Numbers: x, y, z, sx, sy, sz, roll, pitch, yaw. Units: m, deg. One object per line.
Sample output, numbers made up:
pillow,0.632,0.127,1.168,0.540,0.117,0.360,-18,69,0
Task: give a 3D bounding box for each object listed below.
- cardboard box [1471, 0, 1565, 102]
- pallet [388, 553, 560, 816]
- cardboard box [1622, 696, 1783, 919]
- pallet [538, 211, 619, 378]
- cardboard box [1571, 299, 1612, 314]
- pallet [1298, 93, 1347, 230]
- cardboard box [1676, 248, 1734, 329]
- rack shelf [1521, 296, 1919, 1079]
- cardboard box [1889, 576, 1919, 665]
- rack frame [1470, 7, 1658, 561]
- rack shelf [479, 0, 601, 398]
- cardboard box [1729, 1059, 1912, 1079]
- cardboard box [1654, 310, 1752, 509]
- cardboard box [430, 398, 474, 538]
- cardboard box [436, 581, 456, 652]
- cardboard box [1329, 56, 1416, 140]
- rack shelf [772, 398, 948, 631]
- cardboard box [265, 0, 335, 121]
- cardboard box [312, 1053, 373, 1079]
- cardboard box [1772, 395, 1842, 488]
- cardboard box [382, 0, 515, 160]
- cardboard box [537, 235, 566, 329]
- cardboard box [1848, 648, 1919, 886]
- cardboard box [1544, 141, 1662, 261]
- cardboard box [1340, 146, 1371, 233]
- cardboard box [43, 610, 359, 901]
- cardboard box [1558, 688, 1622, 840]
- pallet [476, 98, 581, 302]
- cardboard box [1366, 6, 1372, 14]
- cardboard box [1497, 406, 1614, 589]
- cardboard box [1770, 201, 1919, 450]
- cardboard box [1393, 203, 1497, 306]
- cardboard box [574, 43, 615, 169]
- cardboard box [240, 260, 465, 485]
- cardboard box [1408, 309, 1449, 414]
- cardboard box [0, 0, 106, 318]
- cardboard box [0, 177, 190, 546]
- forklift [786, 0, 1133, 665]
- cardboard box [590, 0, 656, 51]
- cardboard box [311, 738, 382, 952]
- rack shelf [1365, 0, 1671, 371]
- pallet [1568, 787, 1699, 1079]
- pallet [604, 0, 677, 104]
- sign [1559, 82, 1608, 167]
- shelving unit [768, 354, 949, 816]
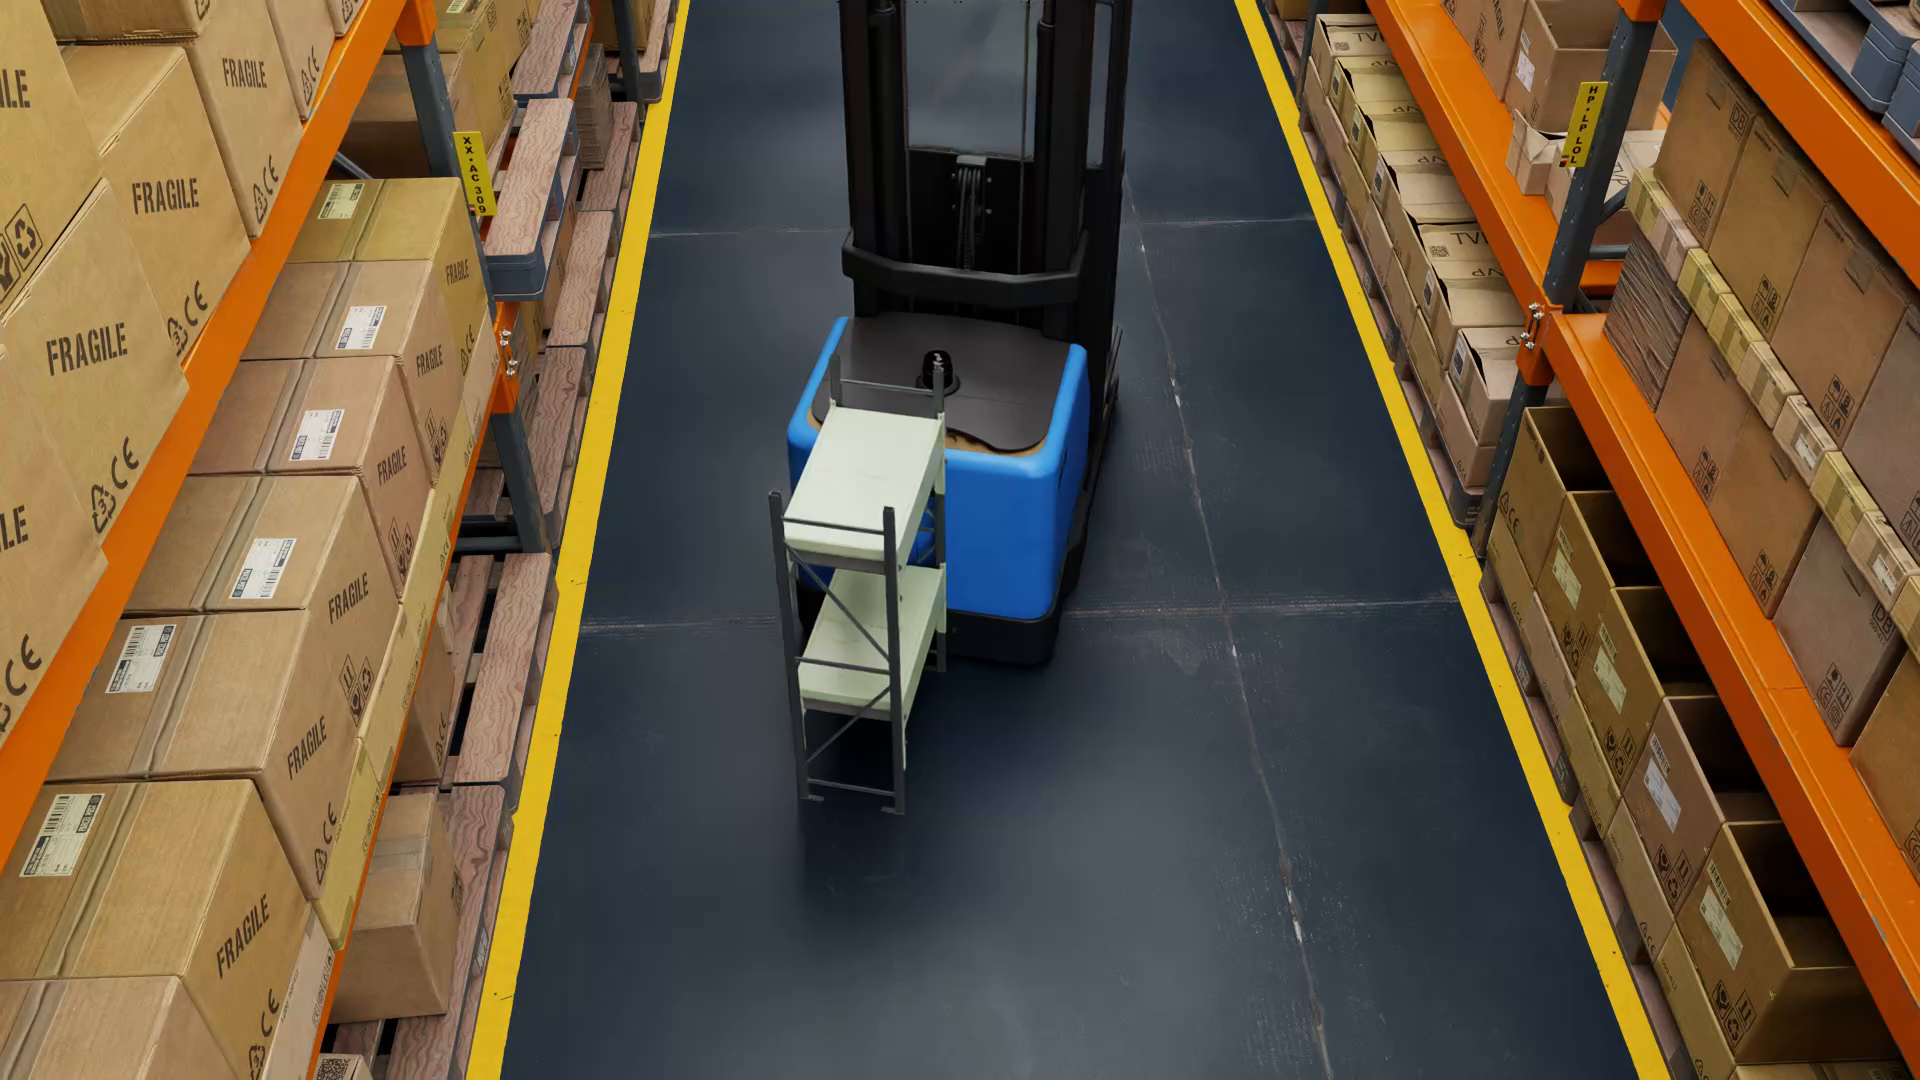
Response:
cardboard box,2.663,-2.323,7.491,0.500,0.500,0.500,-2,43,-2
pallet,-2.163,0.551,6.492,1.003,0.211,1.213,-2,43,-2
cardboard box,2.495,0.843,5.279,0.500,0.500,0.500,-2,43,-2
pallet,-2.316,-1.252,8.460,1.003,0.211,1.213,-2,43,-2
cardboard box,2.938,-1.046,7.480,0.500,0.311,0.500,-2,43,-2
pallet,2.549,-2.189,9.482,1.003,0.211,1.213,-2,43,-2
cardboard box,2.564,-0.819,5.370,0.380,0.149,0.250,-3,43,-3
rack shelf,2.807,0.542,4.972,1.077,0.370,4.000,-2,43,-2
cardboard box,2.629,0.224,4.232,0.380,0.149,0.250,-1,43,-1
rack frame,2.723,-1.074,6.202,1.000,3.000,0.127,-2,43,-2
rack shelf,-2.311,-2.014,7.760,1.077,0.370,4.000,-2,43,-2
cardboard box,2.541,1.795,4.796,0.500,0.250,0.500,-2,43,-2
cardboard box,2.777,-0.455,5.453,0.700,0.500,0.500,-2,43,-2
cardboard box,-1.891,-0.233,5.381,0.500,0.250,0.500,-1,43,-2
cardboard box,-2.174,0.314,6.459,0.380,0.166,0.250,-7,43,-7
cardboard box,2.312,-2.406,8.964,0.500,0.311,0.500,-3,43,-3
rack shelf,-0.326,-0.098,5.670,0.431,0.370,0.720,8,43,9
cardboard box,-1.949,-1.403,4.253,0.500,0.500,0.500,-5,43,-5
cardboard box,-2.020,1.746,4.790,0.500,0.311,0.500,2,43,2
cardboard box,2.599,-0.293,4.796,0.380,0.149,0.250,-3,43,-3
cardboard box,-2.231,-1.850,6.649,0.700,0.500,0.500,2,43,3
cardboard box,-2.328,-1.359,8.037,0.700,0.500,0.500,-1,43,-1
cardboard box,2.843,0.584,4.318,0.700,0.500,0.500,-1,43,-2
cardboard box,2.658,-1.350,6.613,0.500,0.250,0.500,1,43,1
cardboard box,2.332,-1.863,8.787,0.500,0.250,0.500,-3,43,-3
cardboard box,-1.803,0.529,3.994,0.500,0.500,0.500,-3,43,-3
cardboard box,2.472,0.782,5.901,0.500,0.250,0.500,-2,43,-2
pallet,-2.114,-1.378,6.676,1.003,0.211,1.213,-2,43,-2
cardboard box,2.819,-3.330,10.188,0.500,0.500,0.500,0,43,0
cardboard box,2.429,-0.169,6.384,0.500,0.500,0.500,-2,43,-2
cardboard box,2.791,-0.610,4.662,0.700,0.500,0.500,-2,43,-2
cardboard box,2.372,-1.375,7.839,0.500,0.311,0.500,-2,43,-2
cardboard box,-2.314,-2.386,9.157,0.700,0.500,0.500,-1,43,-1
cardboard box,-1.871,-0.511,5.128,0.500,0.500,0.500,-2,43,-2
cardboard box,2.396,-0.828,7.658,0.500,0.250,0.500,-2,43,-2
cardboard box,-1.834,-0.700,2.745,0.500,0.500,0.500,-1,43,-1
cardboard box,-1.834,-0.326,3.077,0.500,0.500,0.500,0,43,0
forklift,0.140,-1.592,6.818,1.130,2.935,3.031,8,43,9
cardboard box,-2.297,-3.492,10.120,0.750,0.750,0.750,-2,43,-2
cardboard box,-1.812,0.786,4.268,0.500,0.250,0.500,-2,43,-2
rack shelf,2.638,-2.159,7.918,1.077,0.370,4.000,-2,43,-2
pallet,2.769,1.318,5.656,1.003,0.211,1.213,-2,43,-2
pallet,-2.355,-3.136,10.515,1.003,0.211,1.213,-2,43,-2
sign,2.181,-1.449,5.813,0.100,0.325,0.005,-2,43,-2
shelving unit,-0.326,0.189,5.933,0.431,1.500,0.755,8,43,9
